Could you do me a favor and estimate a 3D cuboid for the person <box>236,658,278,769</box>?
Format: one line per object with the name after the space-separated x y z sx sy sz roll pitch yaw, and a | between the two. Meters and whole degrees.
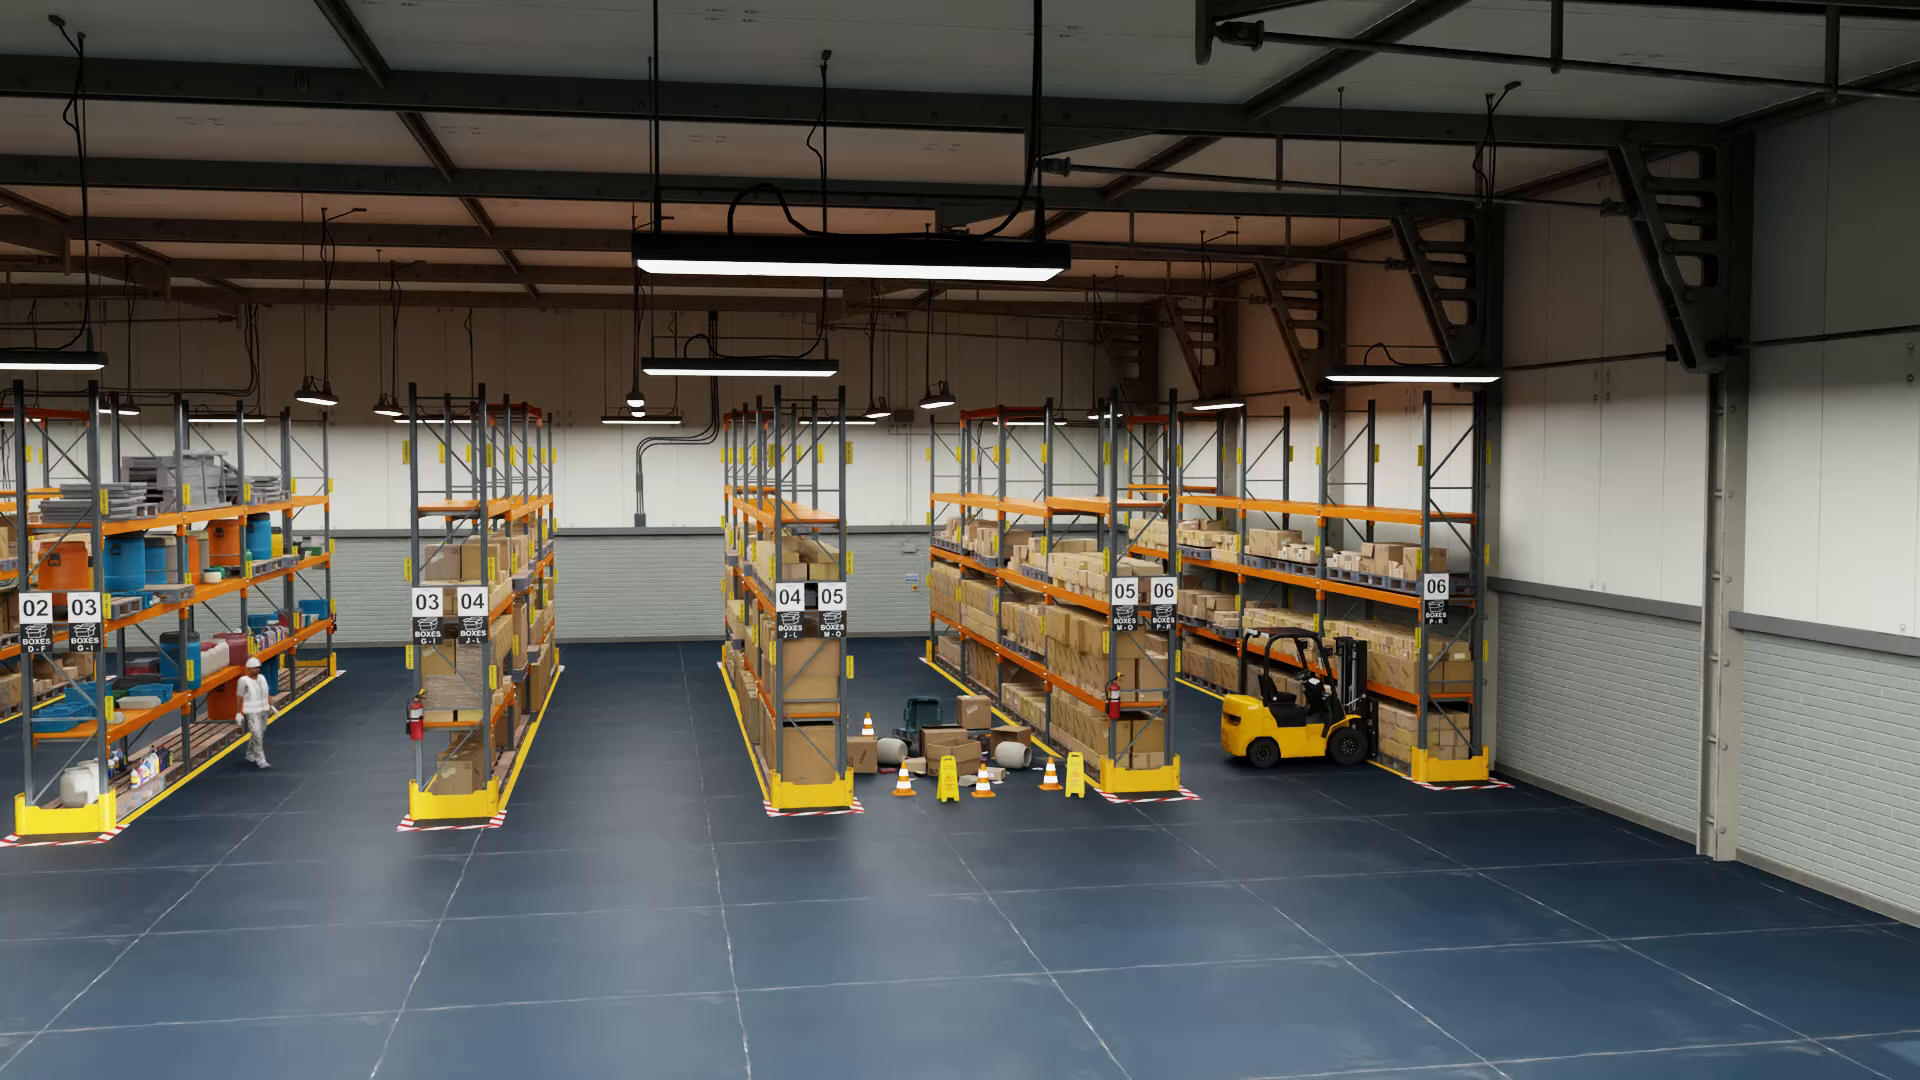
-11.320 2.776 26.783 0.890 1.770 0.599 1 3 26 | person
